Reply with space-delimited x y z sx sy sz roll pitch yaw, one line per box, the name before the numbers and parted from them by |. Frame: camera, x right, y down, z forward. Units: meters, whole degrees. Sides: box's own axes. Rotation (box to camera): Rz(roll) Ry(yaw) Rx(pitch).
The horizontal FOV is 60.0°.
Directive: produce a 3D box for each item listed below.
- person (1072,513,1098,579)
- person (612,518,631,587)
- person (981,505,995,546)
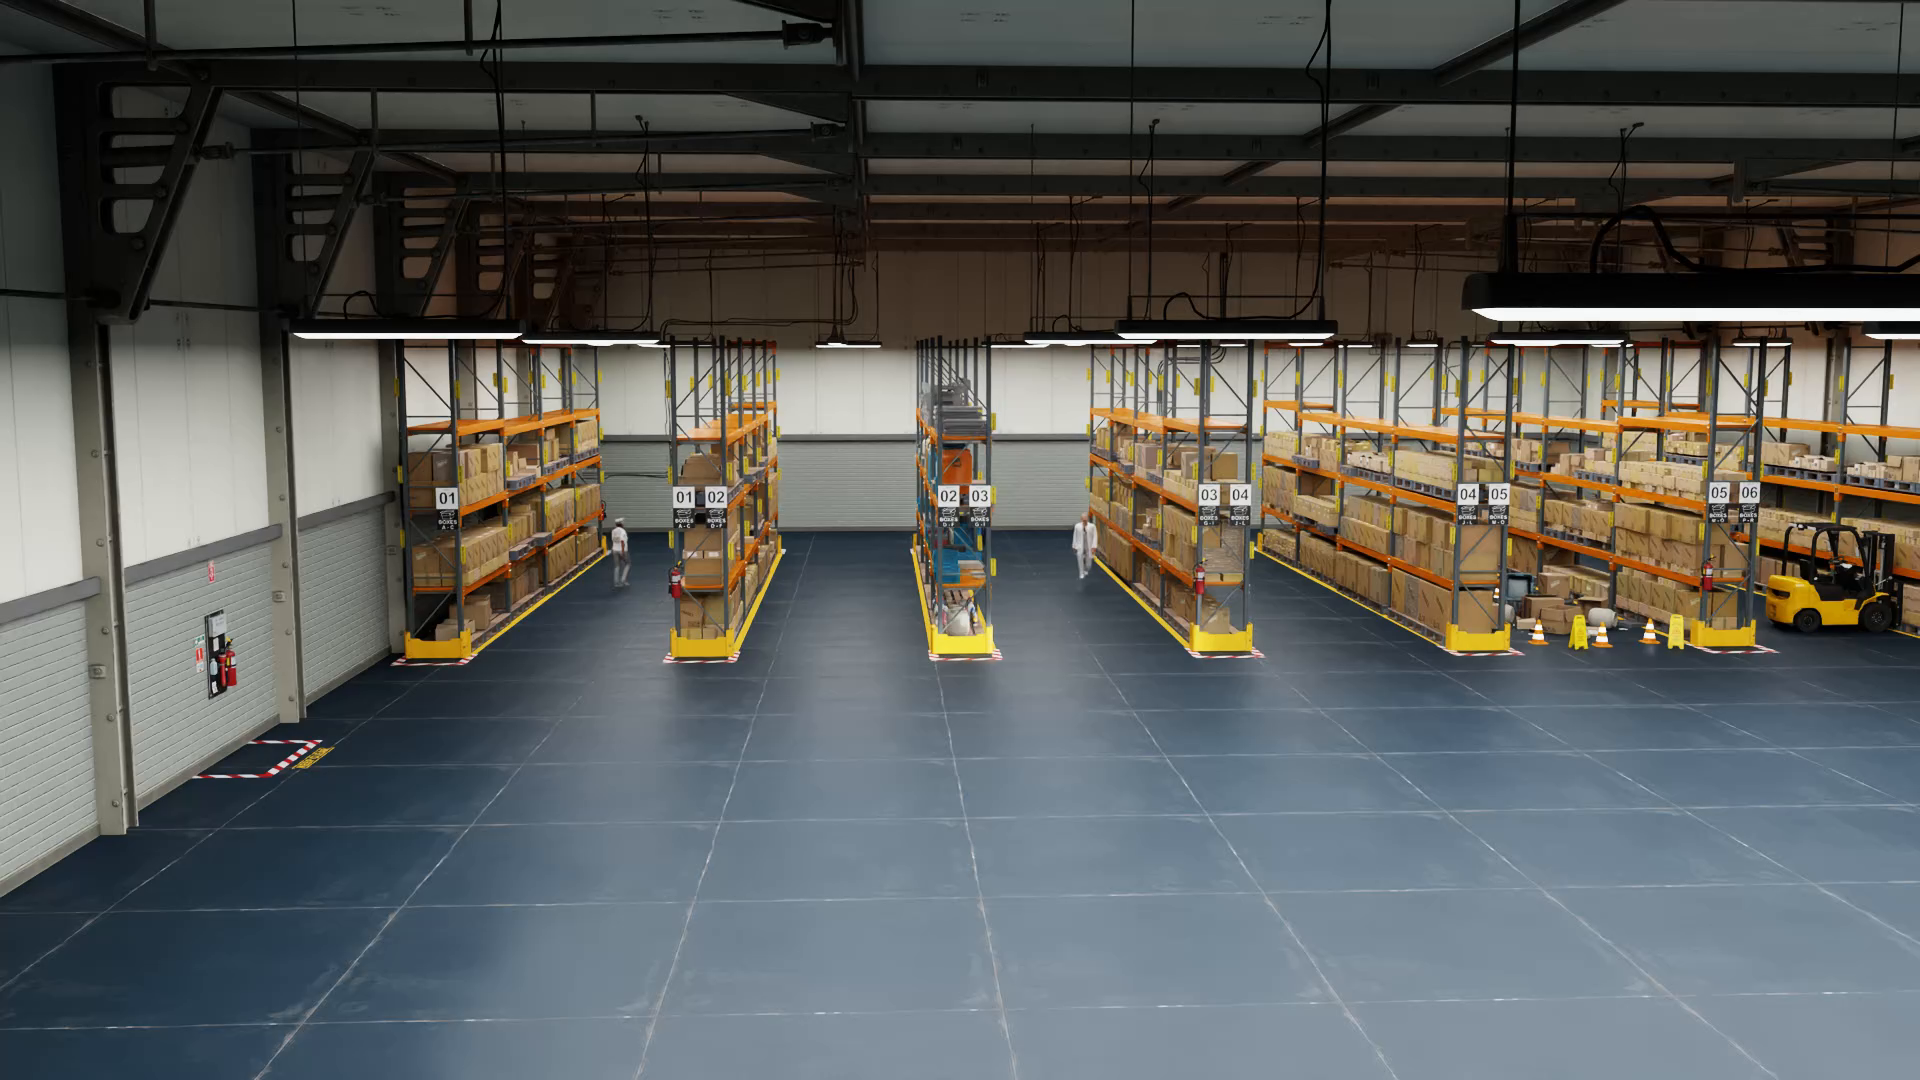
person | 3.028 0.119 40.146 0.593 1.548 1.125 -1 7 -6
person | -8.271 0.300 40.383 0.465 1.661 0.496 2 7 17
person | 0.701 -0.585 48.821 0.630 1.544 0.744 1 7 6
